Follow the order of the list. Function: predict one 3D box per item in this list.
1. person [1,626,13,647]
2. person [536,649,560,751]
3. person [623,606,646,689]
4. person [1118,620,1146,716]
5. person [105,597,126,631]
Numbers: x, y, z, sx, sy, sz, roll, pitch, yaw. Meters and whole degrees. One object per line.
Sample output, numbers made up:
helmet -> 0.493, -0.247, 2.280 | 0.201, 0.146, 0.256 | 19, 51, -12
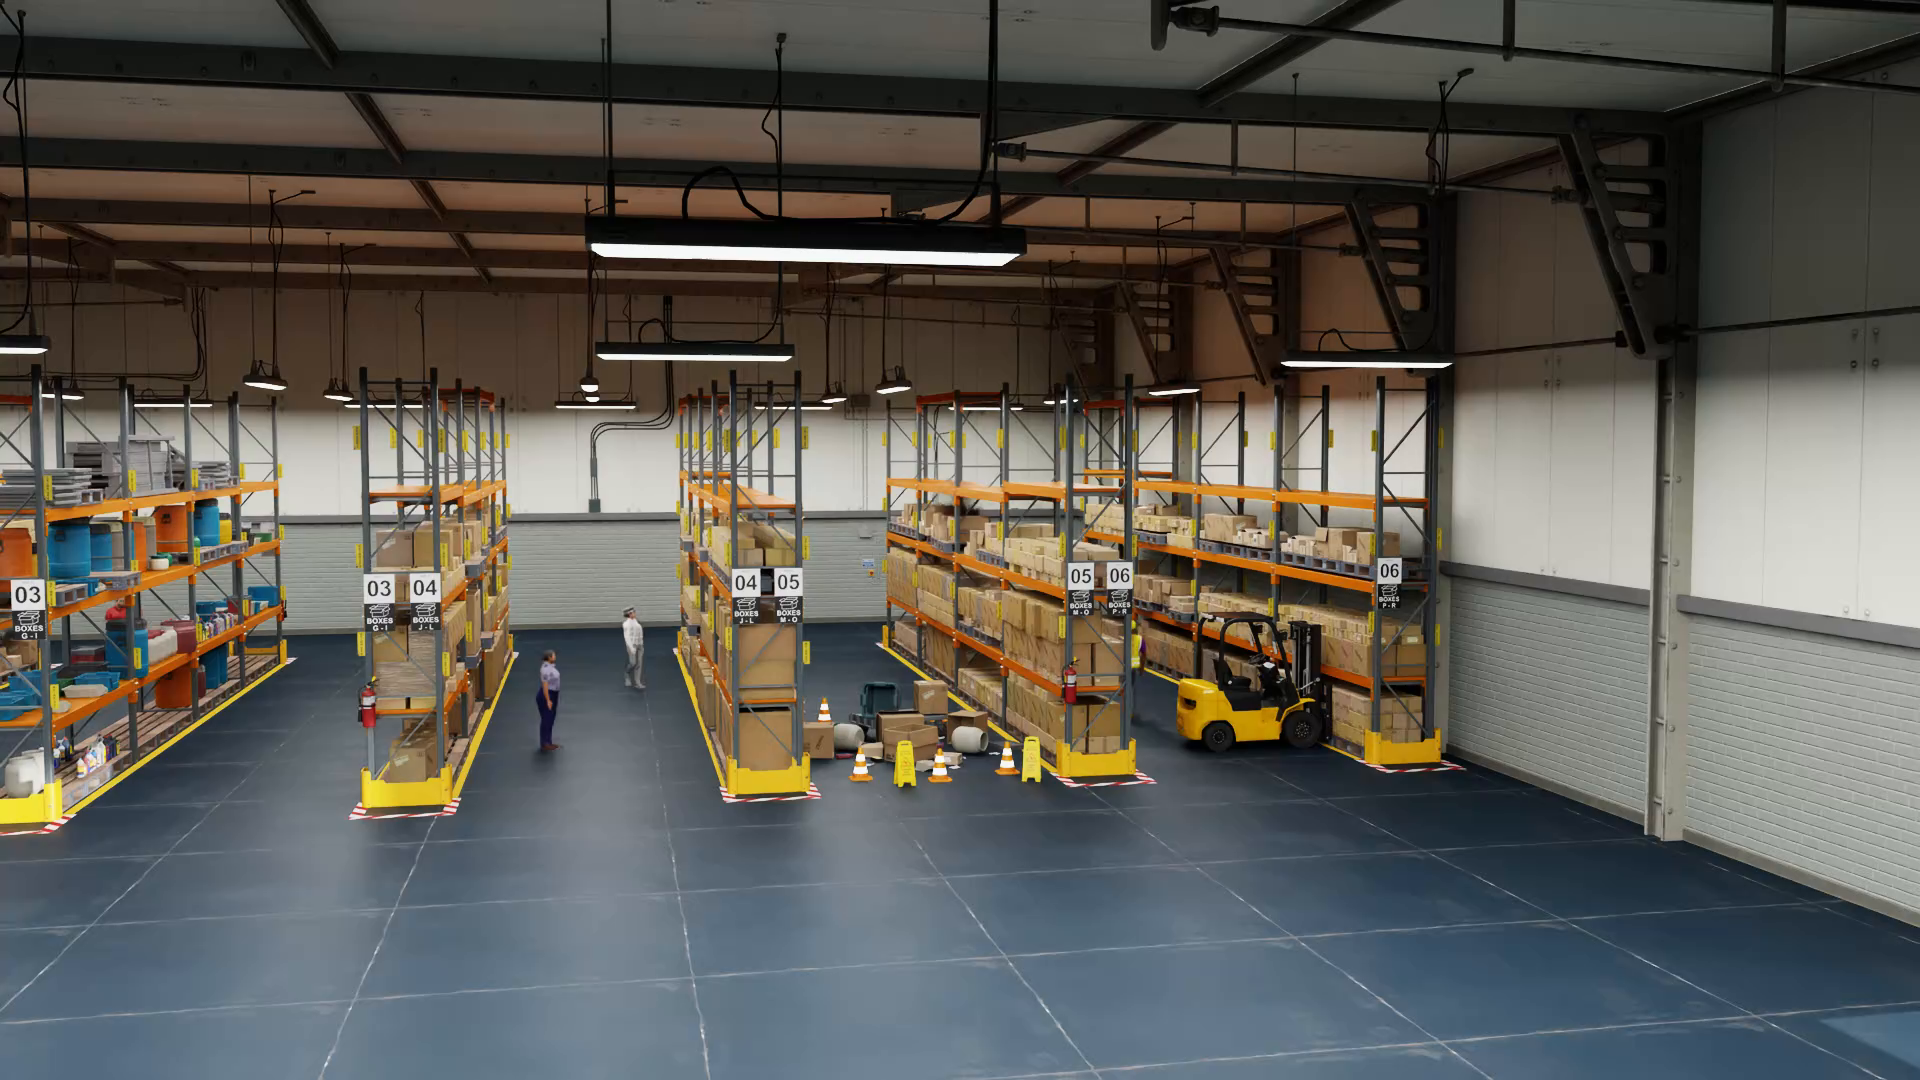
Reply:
person -> -22.481, 1.812, 39.355 | 0.451, 1.654, 0.467 | 1, 3, 11
person -> -6.675, 2.578, 26.980 | 0.391, 1.653, 0.534 | 0, 3, 3
person -> -6.575, 2.165, 33.733 | 0.522, 1.681, 0.520 | 3, 4, 40
person -> 3.053, 2.321, 30.214 | 0.607, 1.796, 0.693 | -1, 4, -17
person -> -18.025, 2.036, 35.603 | 0.475, 1.678, 0.991 | 0, 3, -8
